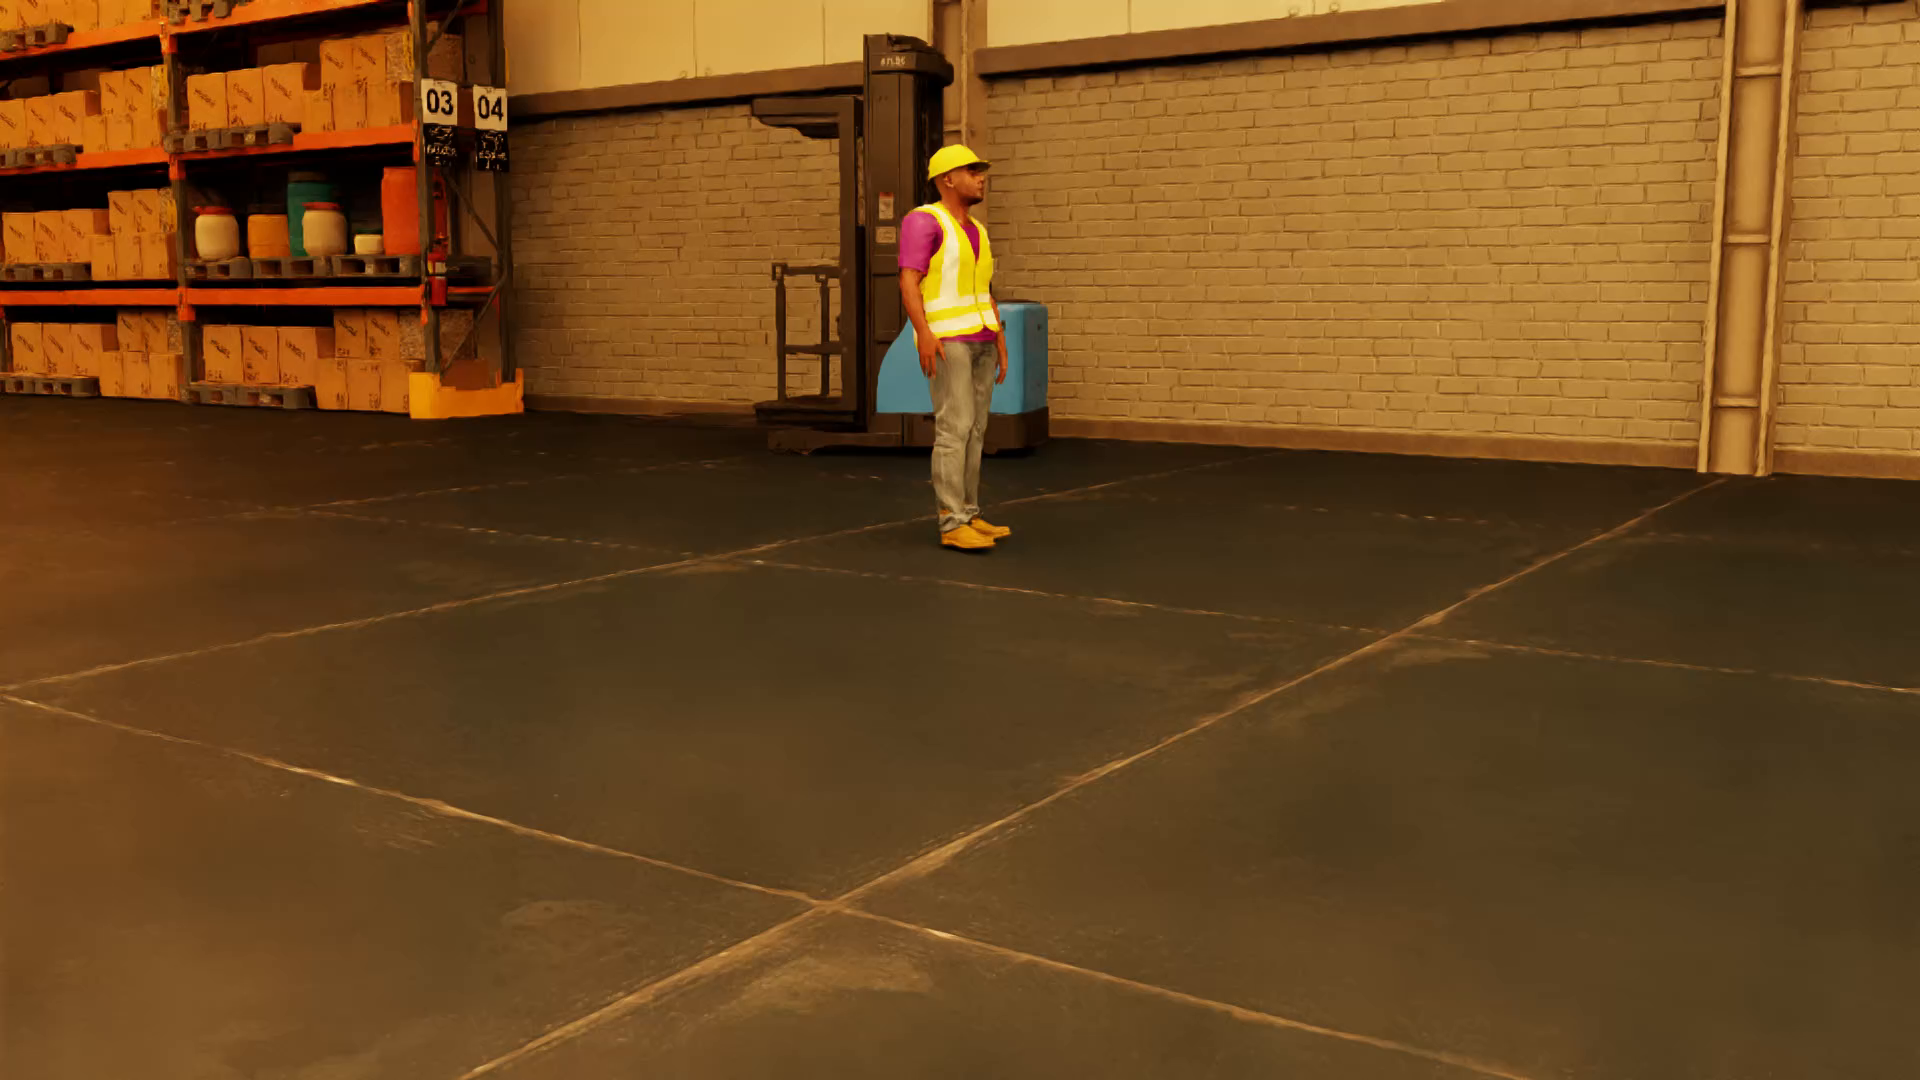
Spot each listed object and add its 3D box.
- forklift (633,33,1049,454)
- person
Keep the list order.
[{"bbox_3d":[-0.905,-2.139,12.233,3.031,2.935,1.130,2,8,14],"label":"forklift"},{"bbox_3d":[0.055,-0.875,7.435,0.576,1.766,0.665,5,10,34],"label":"person"}]
